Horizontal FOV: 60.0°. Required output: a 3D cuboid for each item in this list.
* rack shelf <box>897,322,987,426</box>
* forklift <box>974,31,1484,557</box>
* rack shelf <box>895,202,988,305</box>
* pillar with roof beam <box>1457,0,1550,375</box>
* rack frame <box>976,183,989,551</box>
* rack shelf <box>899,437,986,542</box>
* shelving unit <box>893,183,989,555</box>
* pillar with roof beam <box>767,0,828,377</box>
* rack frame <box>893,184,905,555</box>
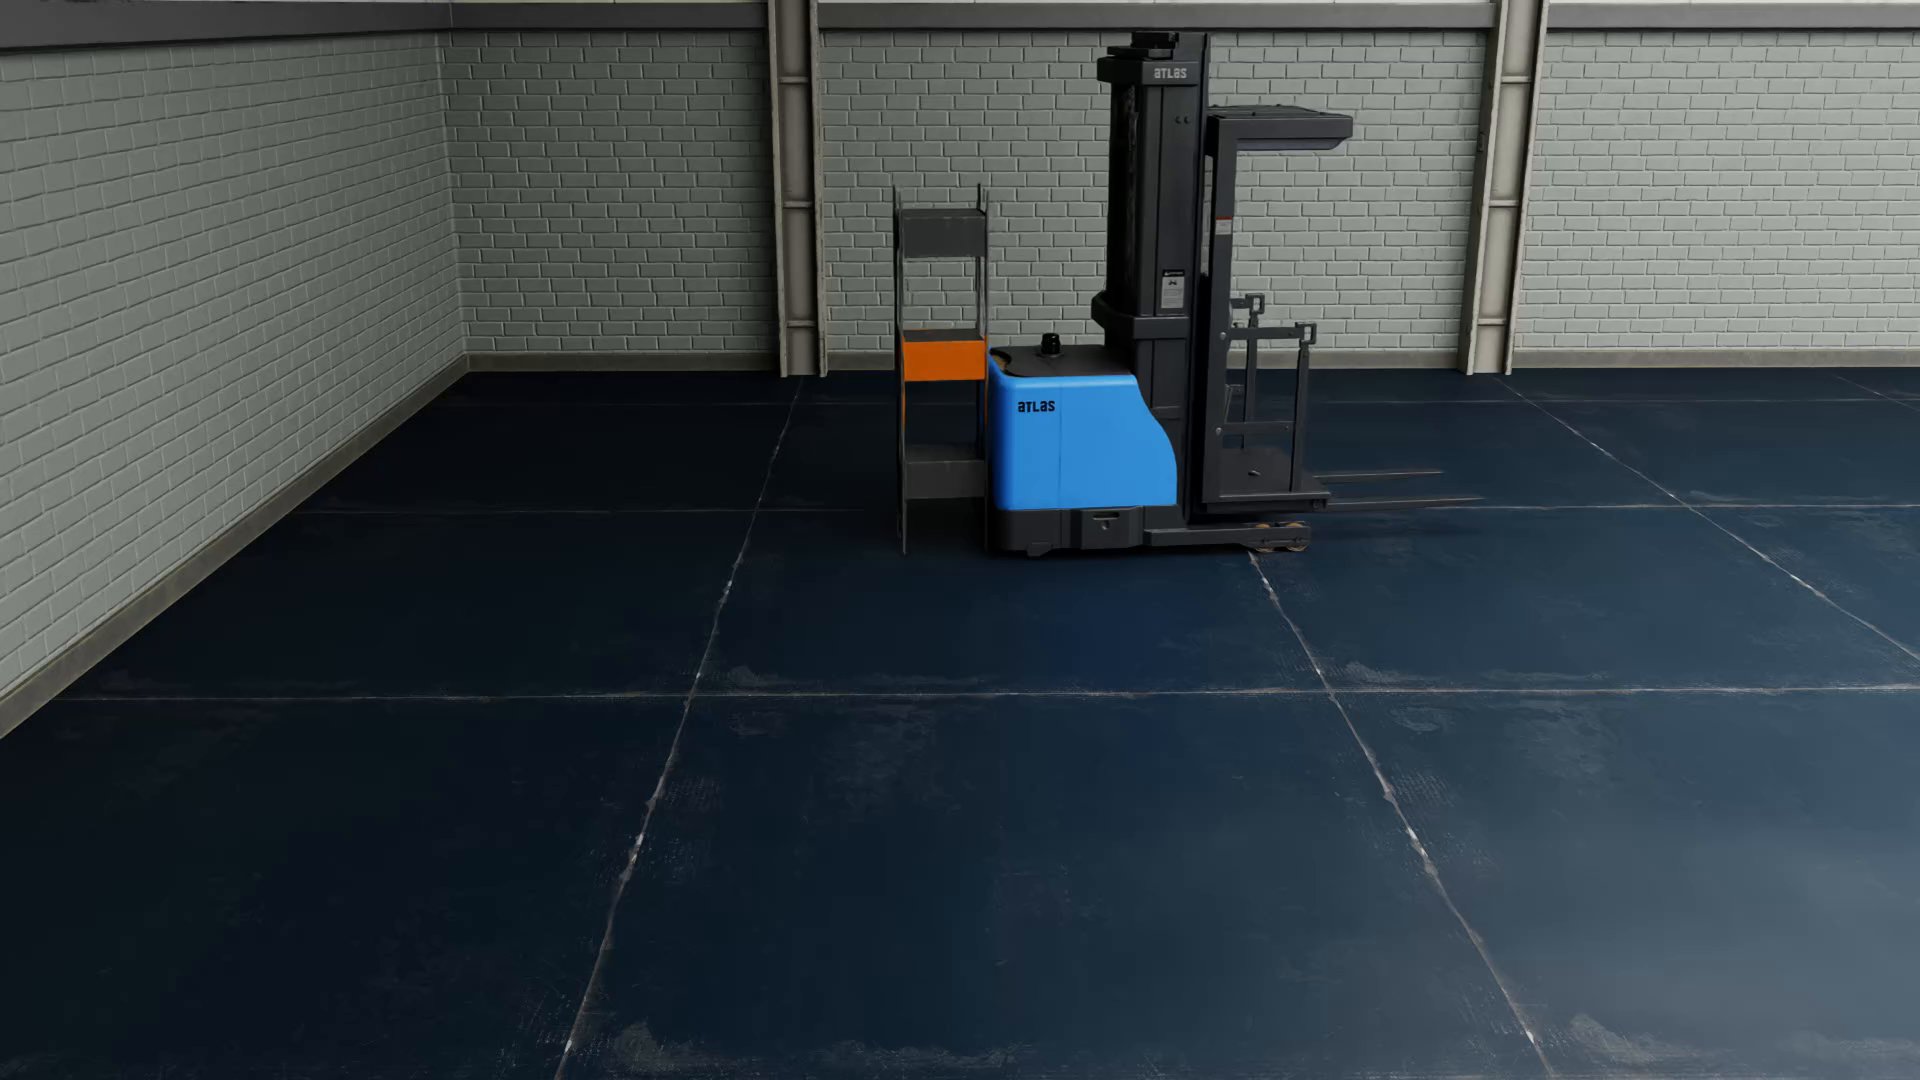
[{"bbox_3d":[-0.111,-0.971,9.681,0.480,0.518,0.431,-2,18,-7],"label":"rack shelf"},{"bbox_3d":[1.642,-1.478,9.857,3.031,2.935,1.130,-2,18,-7],"label":"forklift"},{"bbox_3d":[-0.111,-1.637,9.467,0.480,0.518,0.431,-2,18,-7],"label":"rack shelf"},{"bbox_3d":[4.697,-4.465,9.234,0.400,9.000,9.100,0,18,-1],"label":"pillar with roof beam"},{"bbox_3d":[0.131,-0.993,9.706,0.015,2.100,0.400,-2,18,-7],"label":"rack frame"},{"bbox_3d":[-0.111,-0.304,9.895,0.480,0.518,0.431,-2,18,-7],"label":"rack shelf"},{"bbox_3d":[-0.111,-0.984,9.677,0.503,2.100,0.431,-2,18,-7],"label":"shelving unit"},{"bbox_3d":[-1.302,-4.436,9.144,0.400,9.000,9.100,0,18,-1],"label":"pillar with roof beam"},{"bbox_3d":[-0.353,-0.974,9.648,0.015,2.100,0.400,-2,18,-7],"label":"rack frame"}]
